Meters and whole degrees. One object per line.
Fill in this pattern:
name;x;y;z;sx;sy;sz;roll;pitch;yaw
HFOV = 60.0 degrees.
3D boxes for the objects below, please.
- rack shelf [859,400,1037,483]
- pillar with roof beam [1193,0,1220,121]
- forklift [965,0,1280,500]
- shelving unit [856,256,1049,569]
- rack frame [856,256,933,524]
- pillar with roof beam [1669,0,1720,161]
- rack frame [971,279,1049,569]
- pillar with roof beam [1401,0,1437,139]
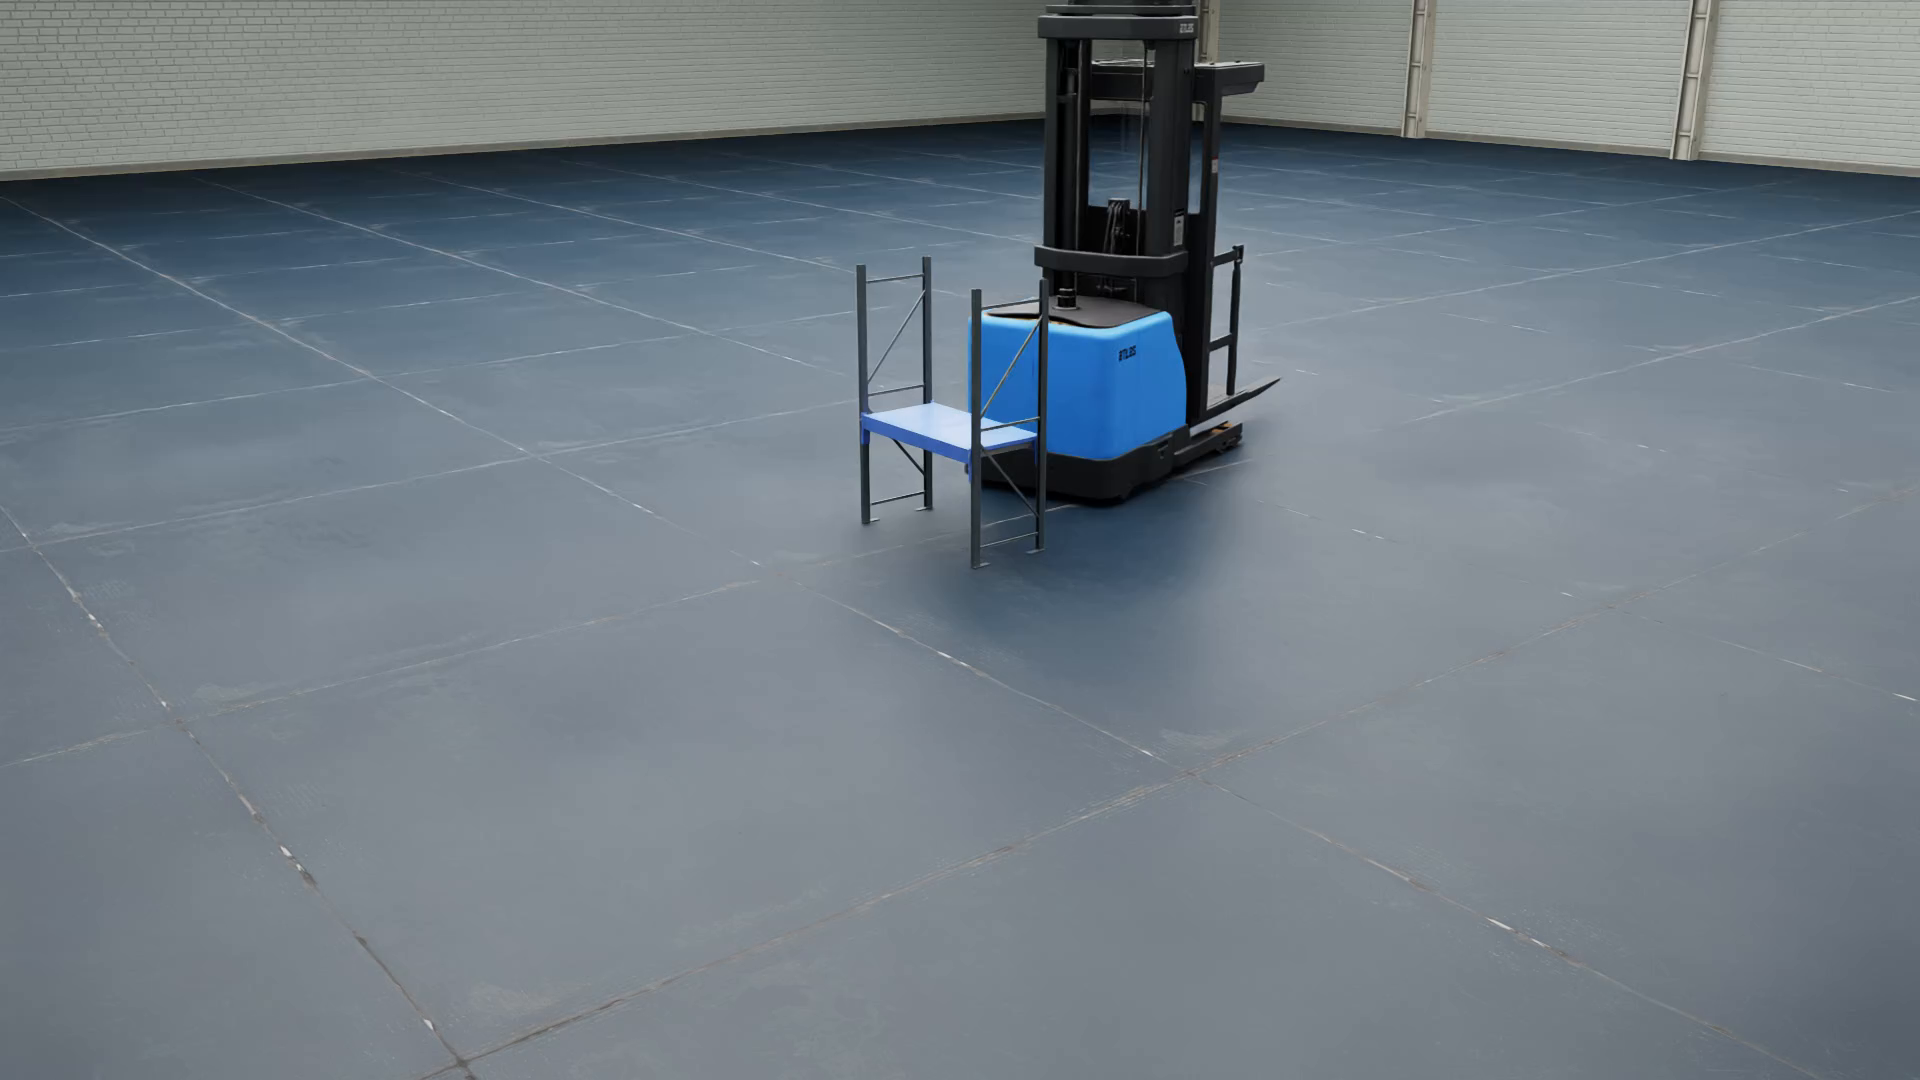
rack shelf;-0.053;-0.562;9.247;0.538;0.185;1.000;-14;23;-36
pillar with roof beam;2.383;-13.335;35.318;9.100;9.000;0.400;-14;23;-36
forklift;1.257;-2.039;10.858;1.130;2.935;3.031;12;22;31
shelving unit;-0.053;-0.733;9.190;0.538;1.500;1.048;-14;23;-36
rack frame;-0.369;-0.858;9.568;0.500;1.500;0.032;-14;23;-36
pillar with roof beam;9.834;-10.378;26.388;9.100;9.000;0.400;-14;23;-36
rack frame;0.263;-0.608;8.812;0.500;1.500;0.032;-14;23;-36
pillar with roof beam;6.108;-11.856;30.853;9.100;9.000;0.400;-14;23;-36
